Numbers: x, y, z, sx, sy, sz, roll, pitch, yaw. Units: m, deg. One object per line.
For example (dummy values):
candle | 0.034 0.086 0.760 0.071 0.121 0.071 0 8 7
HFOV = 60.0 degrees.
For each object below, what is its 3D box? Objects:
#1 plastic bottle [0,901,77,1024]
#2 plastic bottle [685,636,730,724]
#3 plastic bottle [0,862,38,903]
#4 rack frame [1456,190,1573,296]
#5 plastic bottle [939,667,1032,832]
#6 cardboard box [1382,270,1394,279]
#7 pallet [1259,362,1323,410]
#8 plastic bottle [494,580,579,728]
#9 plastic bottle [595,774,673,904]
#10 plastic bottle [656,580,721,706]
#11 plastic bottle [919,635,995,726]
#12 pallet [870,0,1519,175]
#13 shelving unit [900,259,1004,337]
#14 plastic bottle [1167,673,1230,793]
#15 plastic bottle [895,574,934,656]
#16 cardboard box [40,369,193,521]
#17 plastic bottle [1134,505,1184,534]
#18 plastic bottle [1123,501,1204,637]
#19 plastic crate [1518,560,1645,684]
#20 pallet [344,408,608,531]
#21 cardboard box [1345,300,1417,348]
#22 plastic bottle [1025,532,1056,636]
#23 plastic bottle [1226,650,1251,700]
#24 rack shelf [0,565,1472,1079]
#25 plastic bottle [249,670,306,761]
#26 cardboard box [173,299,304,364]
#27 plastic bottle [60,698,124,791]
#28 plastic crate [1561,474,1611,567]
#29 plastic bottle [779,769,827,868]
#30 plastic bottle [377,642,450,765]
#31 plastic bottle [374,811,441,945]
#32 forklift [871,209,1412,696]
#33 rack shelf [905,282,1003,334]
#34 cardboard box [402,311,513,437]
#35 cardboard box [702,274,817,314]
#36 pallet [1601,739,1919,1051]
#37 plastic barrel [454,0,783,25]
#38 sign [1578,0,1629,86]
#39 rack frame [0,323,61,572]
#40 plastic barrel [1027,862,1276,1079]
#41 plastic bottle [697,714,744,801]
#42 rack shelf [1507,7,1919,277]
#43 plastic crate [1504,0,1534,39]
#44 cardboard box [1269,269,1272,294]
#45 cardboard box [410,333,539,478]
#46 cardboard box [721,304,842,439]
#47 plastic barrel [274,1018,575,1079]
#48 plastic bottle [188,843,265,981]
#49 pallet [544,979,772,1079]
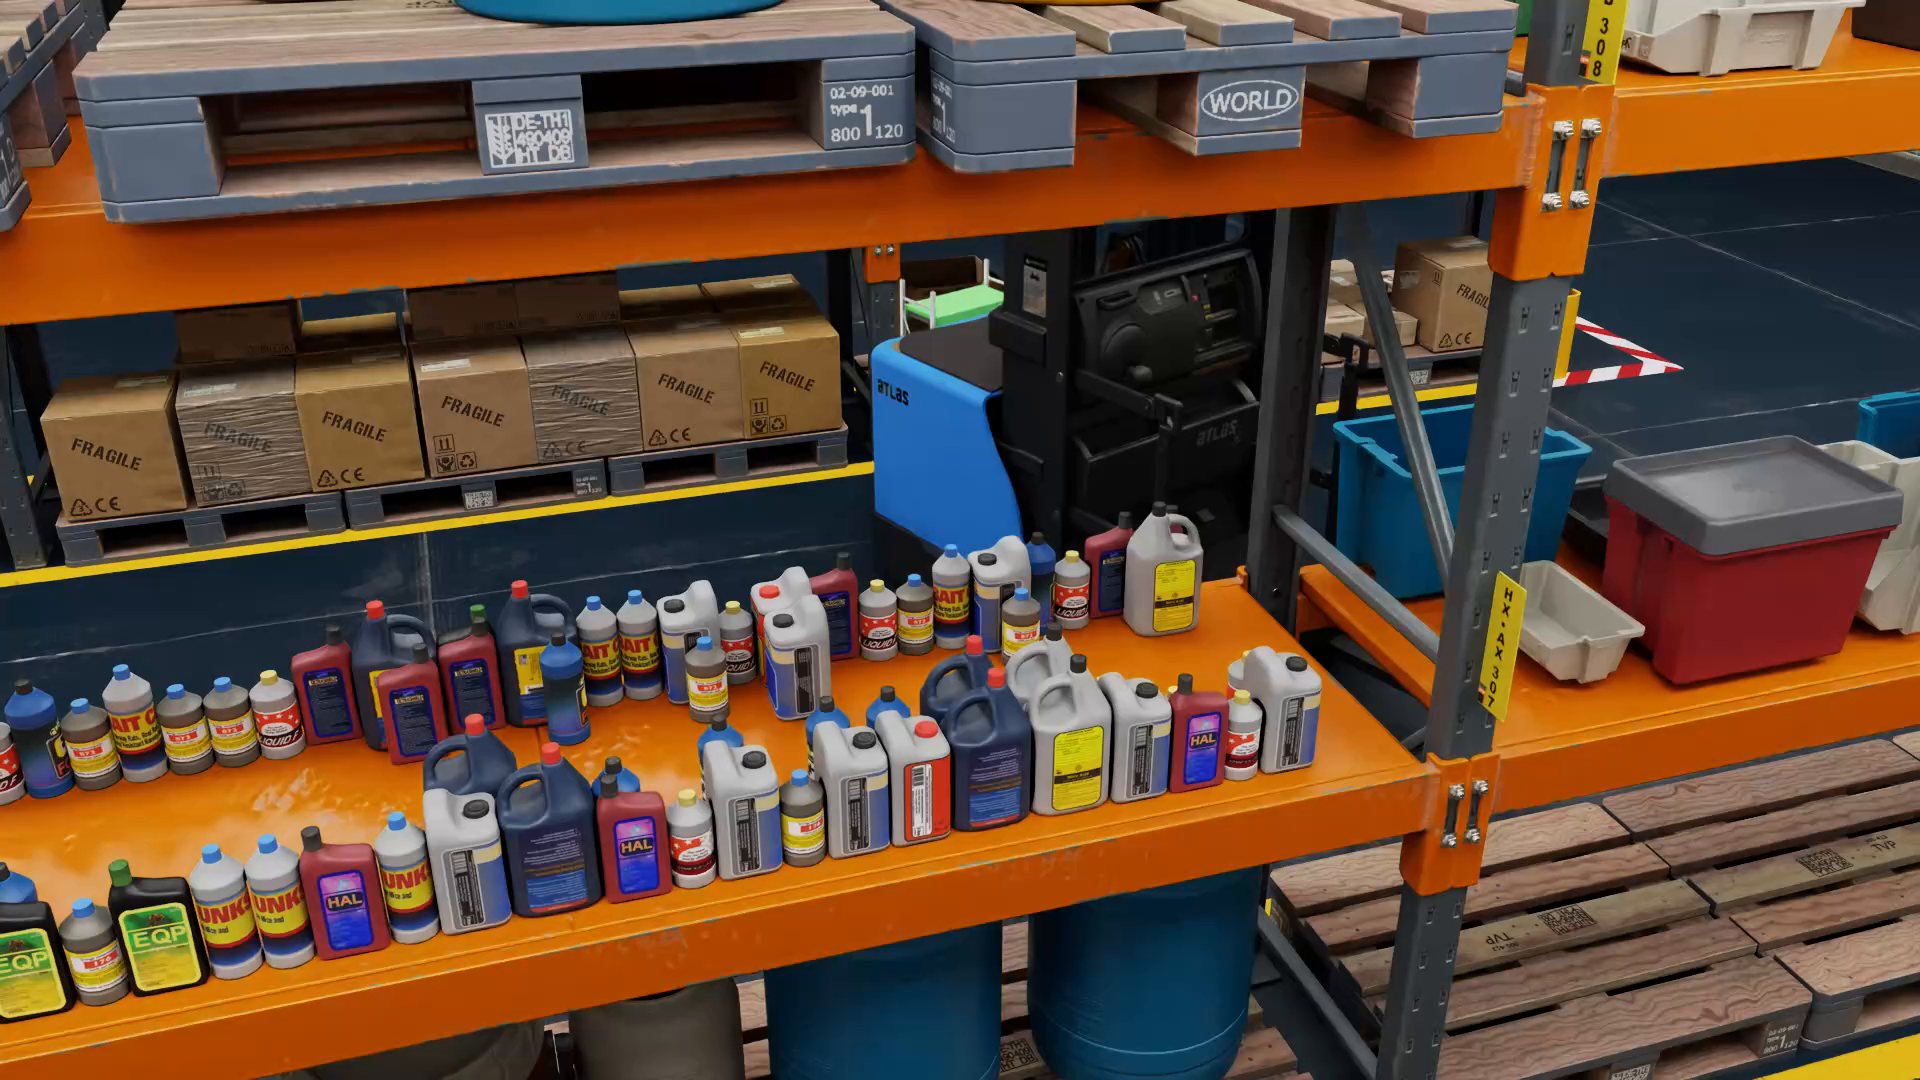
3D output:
plastic bottle | -1.708 0.741 3.016 0.133 0.283 0.061 -8 28 -16
plastic bottle | -0.600 0.325 3.946 0.097 0.201 0.097 0 26 0
plastic bottle | -1.749 0.715 3.081 0.097 0.271 0.097 0 26 0
rack frame | 3.276 -2.522 9.457 0.127 3.000 1.000 -8 28 -16
plastic bottle | 0.054 0.436 3.554 0.185 0.351 0.144 -8 28 -16
cardboard box | 2.771 -1.530 10.170 0.250 0.149 0.380 -8 28 -16
pallet | 1.288 -0.986 9.499 1.213 0.211 1.003 -8 28 -16
plastic bottle | -0.995 0.255 3.919 0.185 0.351 0.144 -8 28 -16
plastic bottle | -0.653 0.588 3.323 0.133 0.283 0.061 -8 28 -16
plastic bottle | -0.657 0.241 4.030 0.135 0.276 0.152 -8 28 -16
plastic bottle | 0.009 0.375 3.677 0.185 0.351 0.144 -8 28 -16
pallet | 0.287 -0.986 3.202 1.003 0.211 1.213 -8 28 -16
shelving unit | 0.002 -0.648 7.707 0.503 1.200 0.258 -20 33 -34
plastic bottle | 0.522 0.418 3.666 0.133 0.283 0.061 -8 28 -16
plastic bottle | -0.115 0.183 4.231 0.097 0.201 0.097 0 26 0
cardboard box | -3.810 -0.440 7.579 0.500 0.500 0.500 -7 27 -14
plastic bottle | 0.522 0.046 4.415 0.133 0.283 0.061 -8 28 -16
plastic bottle | 0.529 0.063 4.306 0.185 0.351 0.144 -8 28 -16
plastic crate | 1.489 0.211 4.181 0.243 0.136 0.396 -8 28 -16
pallet | -2.452 -0.425 8.368 1.213 0.211 1.003 -8 28 -16
cardboard box | 2.422 -1.253 9.593 0.250 0.166 0.380 -8 28 -16
plastic bottle | 0.198 0.107 4.307 0.097 0.271 0.097 0 26 0
plastic bottle | 0.672 0.353 3.888 0.097 0.201 0.097 0 26 0
rack shelf | -0.899 0.721 3.733 4.000 0.370 1.077 -8 28 -16
plastic bottle | -1.566 0.393 3.808 0.097 0.201 0.097 0 26 0
cardboard box | -3.462 -1.071 8.008 0.500 0.250 0.500 -7 27 -14
plastic bottle | -1.936 0.447 3.700 0.097 0.201 0.097 0 26 0
plastic crate | 1.984 -0.048 4.715 0.590 0.125 0.437 -8 28 -16
plastic bottle | -0.329 0.569 3.453 0.097 0.201 0.097 0 26 0
plastic bottle | -1.241 0.369 3.765 0.133 0.283 0.061 -8 28 -16
plastic bottle | -1.072 0.646 3.221 0.097 0.271 0.097 0 26 0
forklift | 0.927 -0.805 6.076 1.130 2.935 3.031 -20 33 -34
rack shelf | 0.002 -1.021 7.522 0.480 0.148 0.258 -20 33 -34
cardboard box | -2.525 -0.872 8.449 0.500 0.500 0.500 -9 28 -18
cardboard box | -1.063 -1.085 8.879 0.500 0.500 0.500 -10 28 -18
pallet | 2.852 1.085 5.327 1.213 0.211 1.003 -8 28 -16
plastic barrel | -0.573 -1.333 2.652 0.708 0.901 0.600 -8 28 -16
sign | 1.171 -0.991 2.990 0.005 0.325 0.100 -8 28 -16
rack frame | -4.331 -1.420 7.238 0.127 3.000 1.000 -8 28 -16
plastic barrel | 0.480 0.943 4.365 0.708 0.901 0.600 -8 28 -16
plastic bottle | -0.504 0.492 3.530 0.097 0.271 0.097 0 26 0
rack shelf | 2.904 -1.173 4.176 4.000 0.370 1.077 -8 28 -16
plastic crate | 1.312 -1.311 3.883 0.662 0.188 0.450 -8 28 -16
cardboard box | 1.720 -1.395 9.784 0.500 0.250 0.500 -8 28 -16
cardboard box | -2.341 -0.655 8.013 0.500 0.500 0.500 -9 28 -18
cardboard box | -0.908 -0.860 8.425 0.500 0.500 0.500 -8 28 -16
plastic barrel | -1.267 1.336 3.925 0.708 0.588 0.600 -8 28 -16
plastic bottle | -1.384 0.691 3.130 0.097 0.271 0.097 0 26 0
pallet | -0.906 1.631 4.228 1.213 0.211 1.003 -8 28 -16
